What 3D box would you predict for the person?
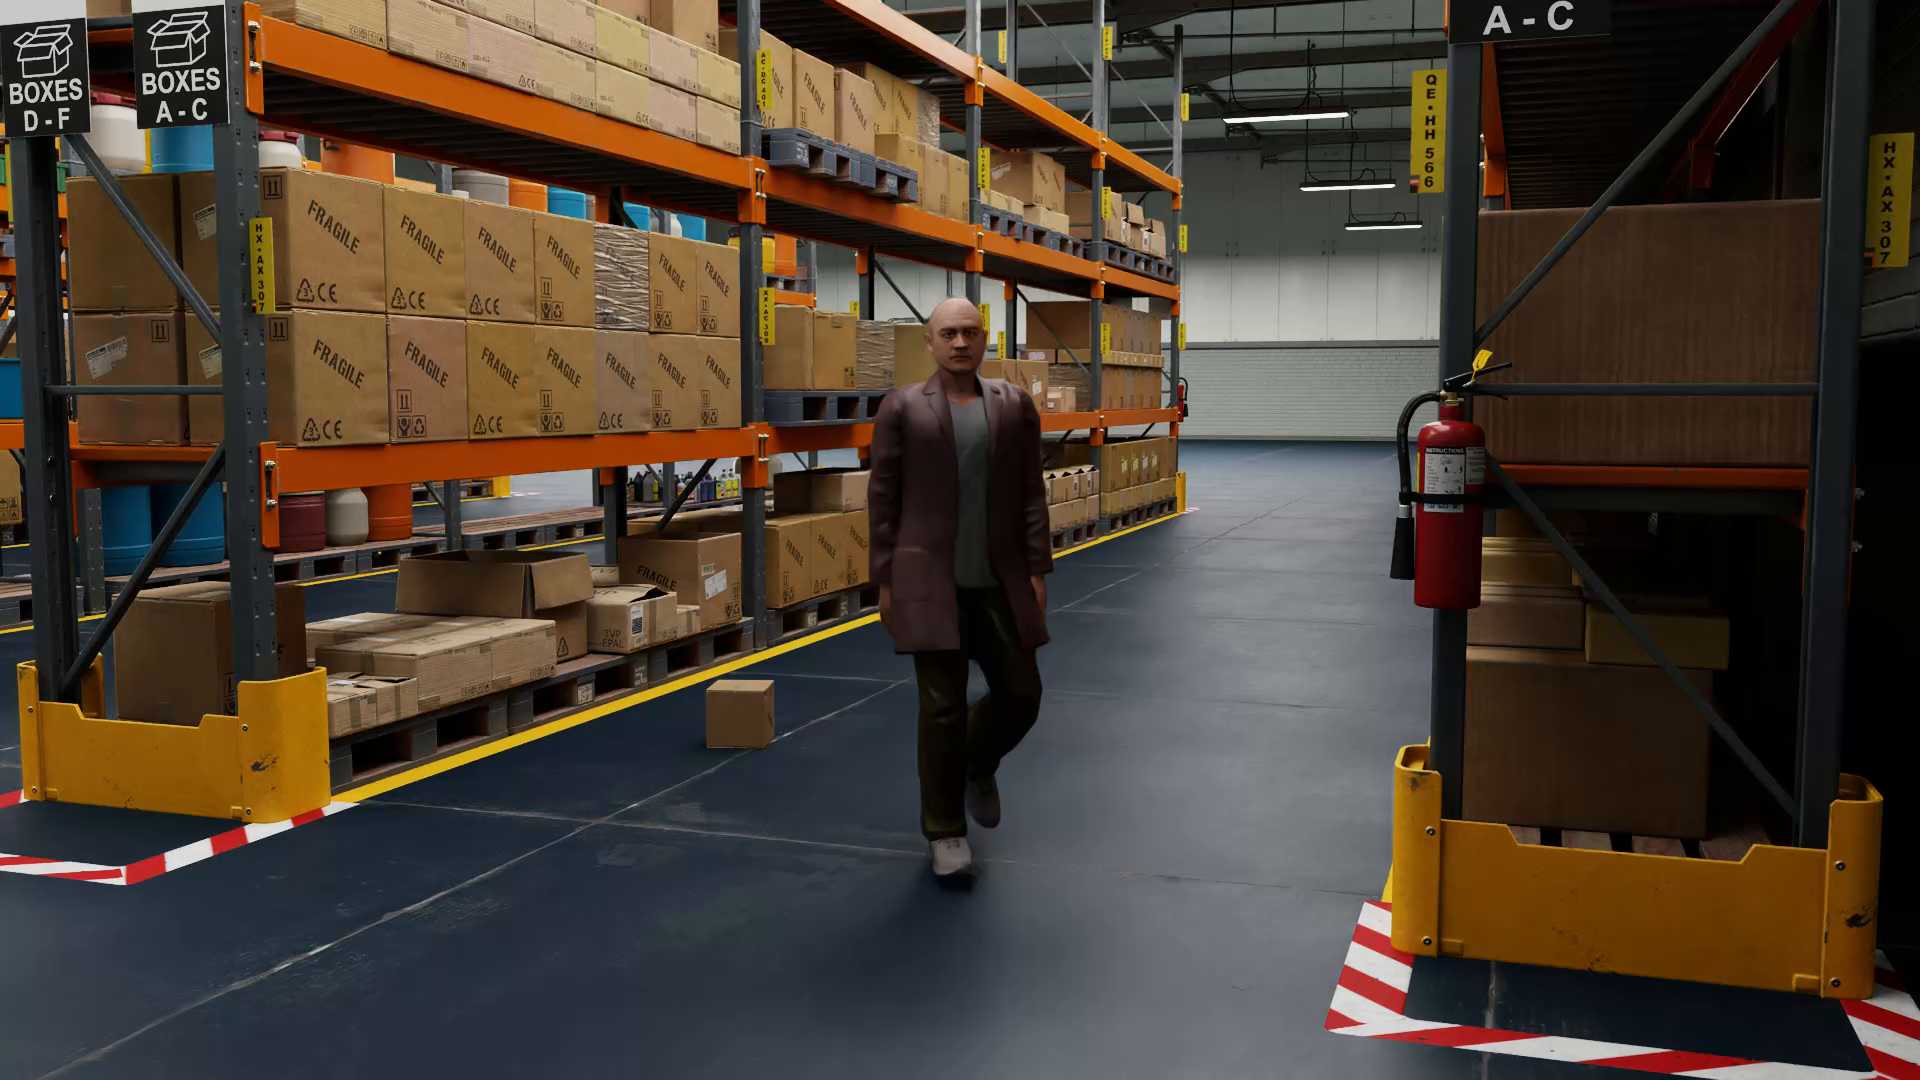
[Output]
[{"bbox_3d":[0.002,0.134,5.254,0.587,1.749,0.669,-1,5,-14],"label":"person"}]
